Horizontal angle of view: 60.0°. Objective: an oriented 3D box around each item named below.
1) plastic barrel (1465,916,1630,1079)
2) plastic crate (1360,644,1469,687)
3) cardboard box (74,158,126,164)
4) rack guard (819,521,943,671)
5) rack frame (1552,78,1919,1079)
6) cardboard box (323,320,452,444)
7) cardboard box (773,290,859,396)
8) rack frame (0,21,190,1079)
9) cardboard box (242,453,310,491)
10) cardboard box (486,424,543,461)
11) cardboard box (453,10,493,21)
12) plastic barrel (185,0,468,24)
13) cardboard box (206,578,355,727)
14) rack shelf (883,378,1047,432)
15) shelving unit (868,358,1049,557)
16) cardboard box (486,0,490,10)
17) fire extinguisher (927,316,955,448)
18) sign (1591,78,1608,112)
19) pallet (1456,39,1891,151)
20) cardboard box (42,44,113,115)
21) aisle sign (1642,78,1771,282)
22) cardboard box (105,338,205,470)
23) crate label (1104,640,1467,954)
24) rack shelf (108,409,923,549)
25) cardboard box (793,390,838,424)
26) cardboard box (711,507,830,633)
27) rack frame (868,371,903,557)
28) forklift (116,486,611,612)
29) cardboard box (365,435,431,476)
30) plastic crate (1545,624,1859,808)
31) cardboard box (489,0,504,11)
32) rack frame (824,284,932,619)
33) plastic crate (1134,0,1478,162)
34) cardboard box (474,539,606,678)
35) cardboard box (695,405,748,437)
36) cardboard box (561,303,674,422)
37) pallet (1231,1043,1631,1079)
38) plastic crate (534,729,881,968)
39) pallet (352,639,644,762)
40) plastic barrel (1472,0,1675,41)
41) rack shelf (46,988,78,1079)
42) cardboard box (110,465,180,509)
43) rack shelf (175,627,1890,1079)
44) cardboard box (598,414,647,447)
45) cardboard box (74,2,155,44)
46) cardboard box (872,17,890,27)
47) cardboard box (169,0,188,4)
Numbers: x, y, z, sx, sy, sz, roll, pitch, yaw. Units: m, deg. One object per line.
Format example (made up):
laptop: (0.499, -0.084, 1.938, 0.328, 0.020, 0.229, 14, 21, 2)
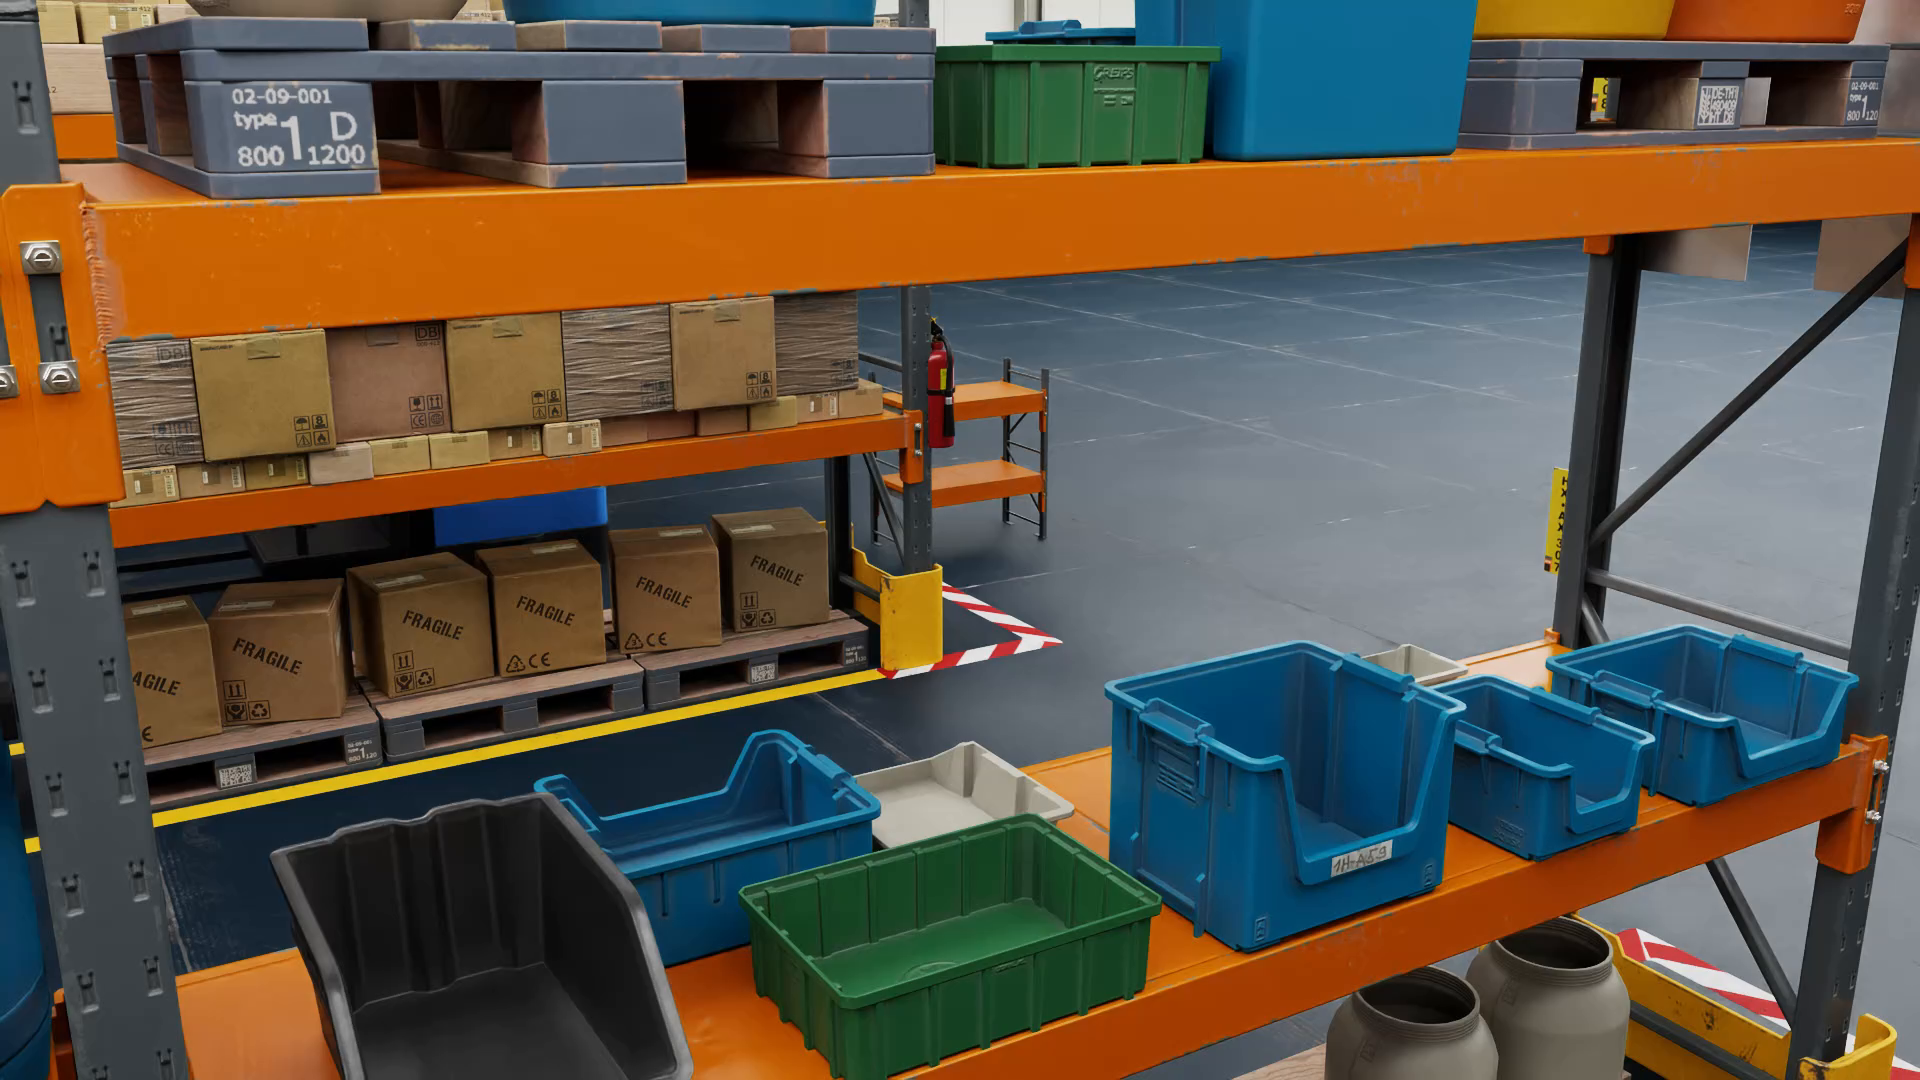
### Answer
plastic barrel: (1.576, 1.314, 4.495, 0.421, 0.512, 0.421, 0, 16, 0)
plastic crate: (1.168, 0.386, 4.463, 0.250, 0.136, 0.298, -9, 18, -30)
cardboard box: (-5.601, -2.281, 11.211, 0.550, 0.550, 0.875, -9, 18, -30)
rack guard: (-0.515, 0.278, 8.993, 0.348, 0.500, 1.175, -9, 18, -30)
rack frame: (2.101, 0.209, 4.605, 0.127, 3.000, 1.000, -9, 18, -30)
cardboard box: (-2.638, -0.774, 7.378, 0.500, 0.500, 0.875, -9, 18, -30)
cardboard box: (-0.936, -1.058, 8.390, 0.500, 0.500, 0.875, -9, 18, -30)
rack frame: (-1.328, 0.765, 2.622, 0.127, 3.000, 1.000, -9, 18, -30)
cardboard box: (-2.909, -0.330, 6.994, 0.250, 0.149, 0.380, -9, 18, -30)
cardboard box: (-2.070, -0.477, 7.518, 0.250, 0.149, 0.380, -9, 18, -30)
cardboard box: (-2.140, -2.152, 7.012, 0.250, 0.149, 0.380, -9, 18, -28)
plastic barrel: (-0.858, -0.949, 2.197, 0.421, 0.512, 0.421, 0, 16, 0)
cardboard box: (-3.028, 0.493, 7.446, 0.500, 0.500, 0.500, -3, 16, -12)
rack shelf: (-0.006, -0.823, 10.676, 1.000, 0.278, 0.538, -9, 18, -30)
shelving unit: (-0.006, -0.541, 10.755, 1.048, 1.125, 0.538, -9, 18, -30)
cardboard box: (-3.194, -3.731, 11.869, 0.500, 0.250, 0.500, -9, 18, -29)
fire extinguisher: (-0.115, -0.809, 8.380, 0.183, 0.674, 0.296, -9, 18, -30)
sign: (1.821, -1.367, 4.655, 0.005, 0.325, 0.100, -9, 18, -30)
pallet: (1.341, -1.052, 3.896, 1.213, 0.211, 1.003, -9, 18, -30)
cardboard box: (-3.361, -1.756, 6.337, 0.500, 0.250, 0.500, -10, 19, -32)
aisle sign: (2.012, -1.120, 4.532, 0.004, 0.787, 0.394, -9, 18, -30)
cardboard box: (-3.461, -0.620, 6.828, 0.500, 0.500, 0.875, -9, 18, -30)
crate label: (0.662, 0.511, 3.465, 0.616, 0.435, 0.502, -9, 18, -30)
rack shelf: (-2.164, -0.312, 7.799, 4.000, 0.370, 1.077, -9, 18, -30)
cardboard box: (-0.803, -0.694, 8.292, 0.250, 0.149, 0.380, -9, 18, -30)
cardboard box: (-0.994, 0.148, 8.678, 0.500, 0.500, 0.500, -6, 17, -19)
rack frame: (-0.442, -0.470, 10.503, 0.032, 1.125, 0.500, -9, 18, -30)
forklift: (-3.676, -1.134, 9.524, 3.031, 2.935, 1.130, -9, 18, -28)
cardboard box: (-2.481, -0.399, 7.242, 0.250, 0.149, 0.380, -9, 18, -30)
plastic crate: (1.826, 0.420, 4.130, 0.616, 0.251, 0.499, -9, 18, -30)
cardboard box: (-1.862, -2.669, 7.654, 0.500, 0.500, 0.500, -9, 18, -30)
rack frame: (-0.450, -0.937, 8.693, 0.127, 3.000, 1.000, -9, 18, -30)
plastic crate: (0.621, -0.892, 3.008, 0.575, 0.384, 0.392, -9, 18, -30)
cardboard box: (-2.035, 0.321, 8.059, 0.500, 0.500, 0.500, -7, 17, -25)
cardboard box: (-1.213, -0.616, 8.014, 0.250, 0.149, 0.380, -9, 18, -30)
cardboard box: (-1.753, -0.901, 7.830, 0.500, 0.500, 0.875, -9, 18, -30)
pallet: (1.361, 1.685, 4.507, 1.213, 0.211, 1.003, -9, 18, -30)
plastic crate: (-0.519, 0.620, 3.415, 0.616, 0.251, 0.499, -9, 18, -30)
pallet: (-2.274, 0.690, 8.057, 1.213, 0.211, 1.003, -9, 18, -30)
plastic barrel: (1.189, -1.340, 3.448, 0.600, 0.588, 0.600, 0, 16, 0)
rack shelf: (-3.042, 1.390, 1.727, 4.000, 0.370, 1.077, -9, 18, -30)
cardboard box: (-3.319, -0.252, 6.715, 0.250, 0.149, 0.380, -9, 18, -30)
rack shelf: (0.386, 0.834, 3.711, 4.000, 0.370, 1.077, -9, 18, -30)
cardboard box: (-1.651, -0.551, 7.782, 0.250, 0.149, 0.380, -9, 18, -30)
cardboard box: (-3.248, -1.971, 6.366, 0.250, 0.149, 0.380, -10, 19, -32)
cardboard box: (-0.527, -2.390, 7.860, 0.250, 0.149, 0.380, -9, 18, -30)
cardboard box: (-4.919, -3.452, 10.872, 0.500, 0.250, 0.500, -9, 18, -30)
